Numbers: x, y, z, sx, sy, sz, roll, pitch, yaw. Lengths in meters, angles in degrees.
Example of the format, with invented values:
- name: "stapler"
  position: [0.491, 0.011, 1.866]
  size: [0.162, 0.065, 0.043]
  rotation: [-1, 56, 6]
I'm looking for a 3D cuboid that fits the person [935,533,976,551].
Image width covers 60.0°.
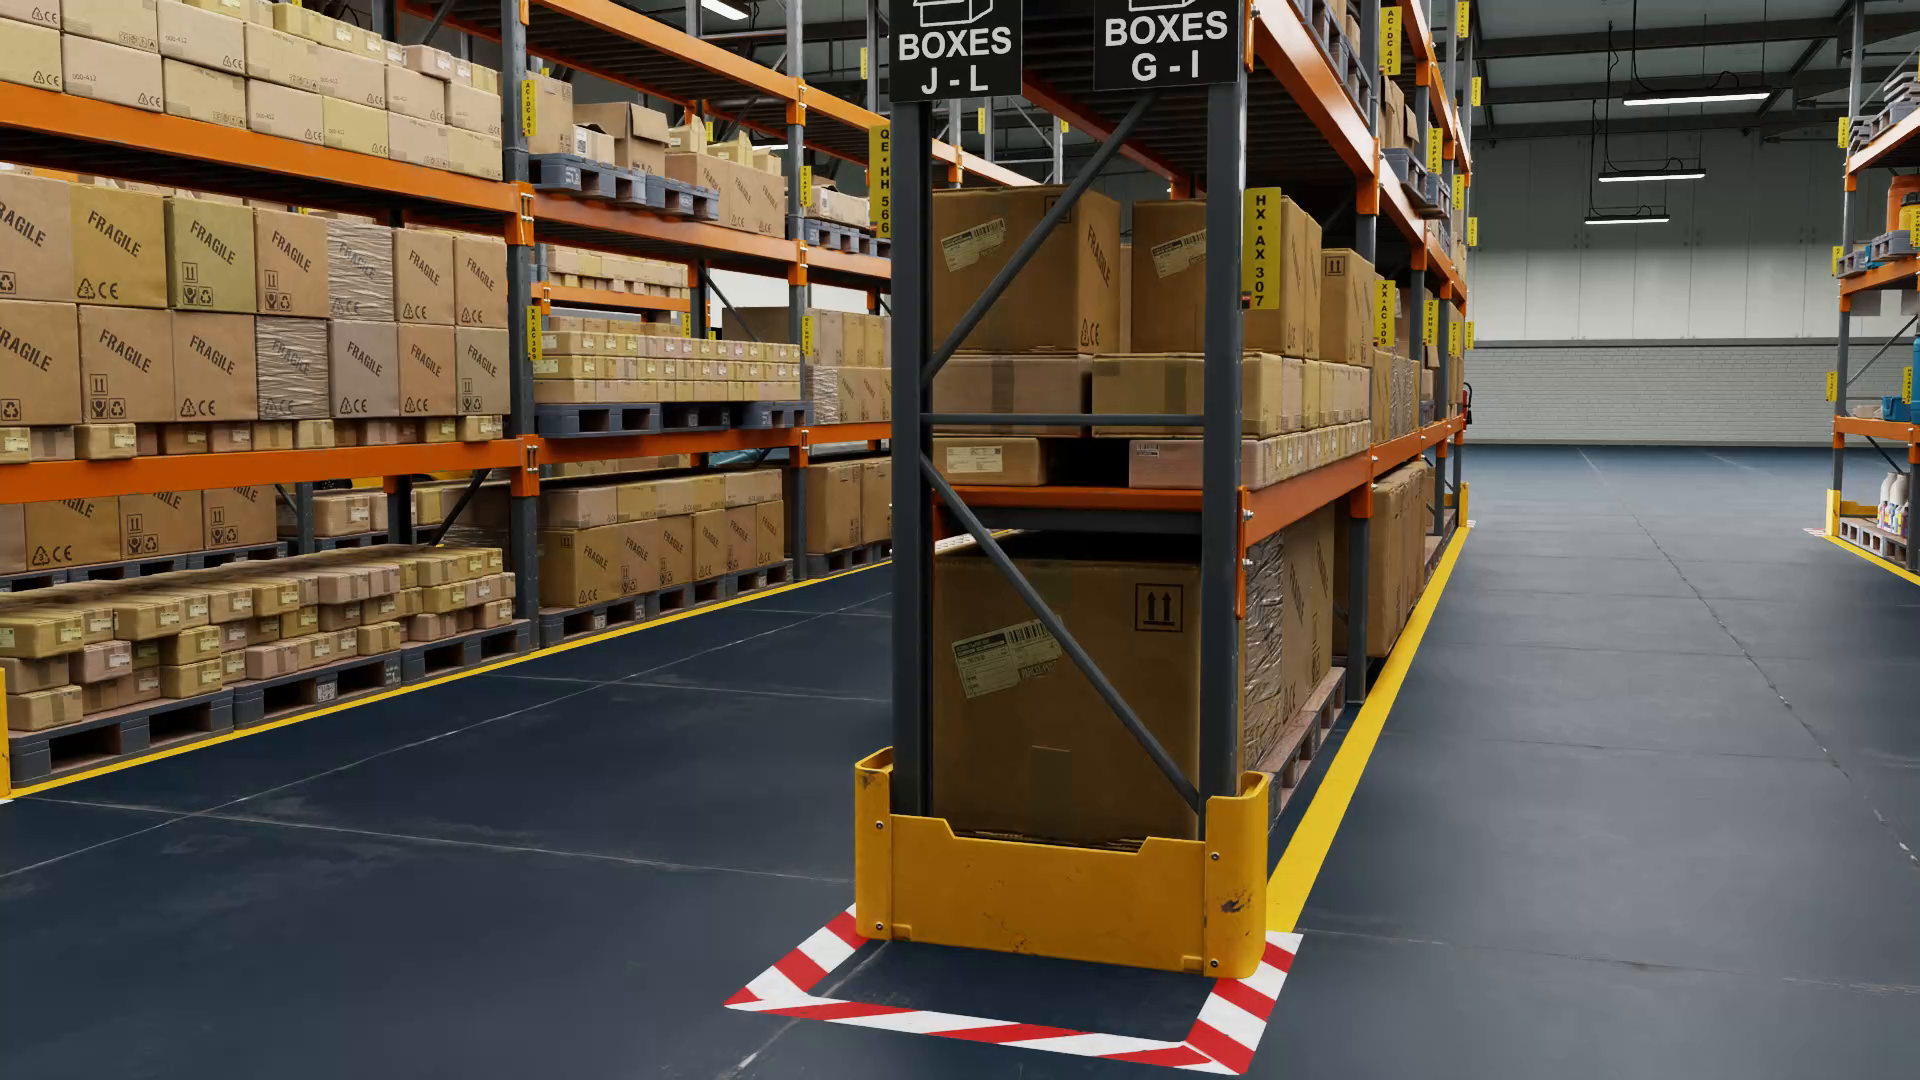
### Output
- name: "person"
  position: [-0.024, 0.363, 8.686]
  size: [0.521, 0.925, 0.954]
  rotation: [1, 5, 16]
